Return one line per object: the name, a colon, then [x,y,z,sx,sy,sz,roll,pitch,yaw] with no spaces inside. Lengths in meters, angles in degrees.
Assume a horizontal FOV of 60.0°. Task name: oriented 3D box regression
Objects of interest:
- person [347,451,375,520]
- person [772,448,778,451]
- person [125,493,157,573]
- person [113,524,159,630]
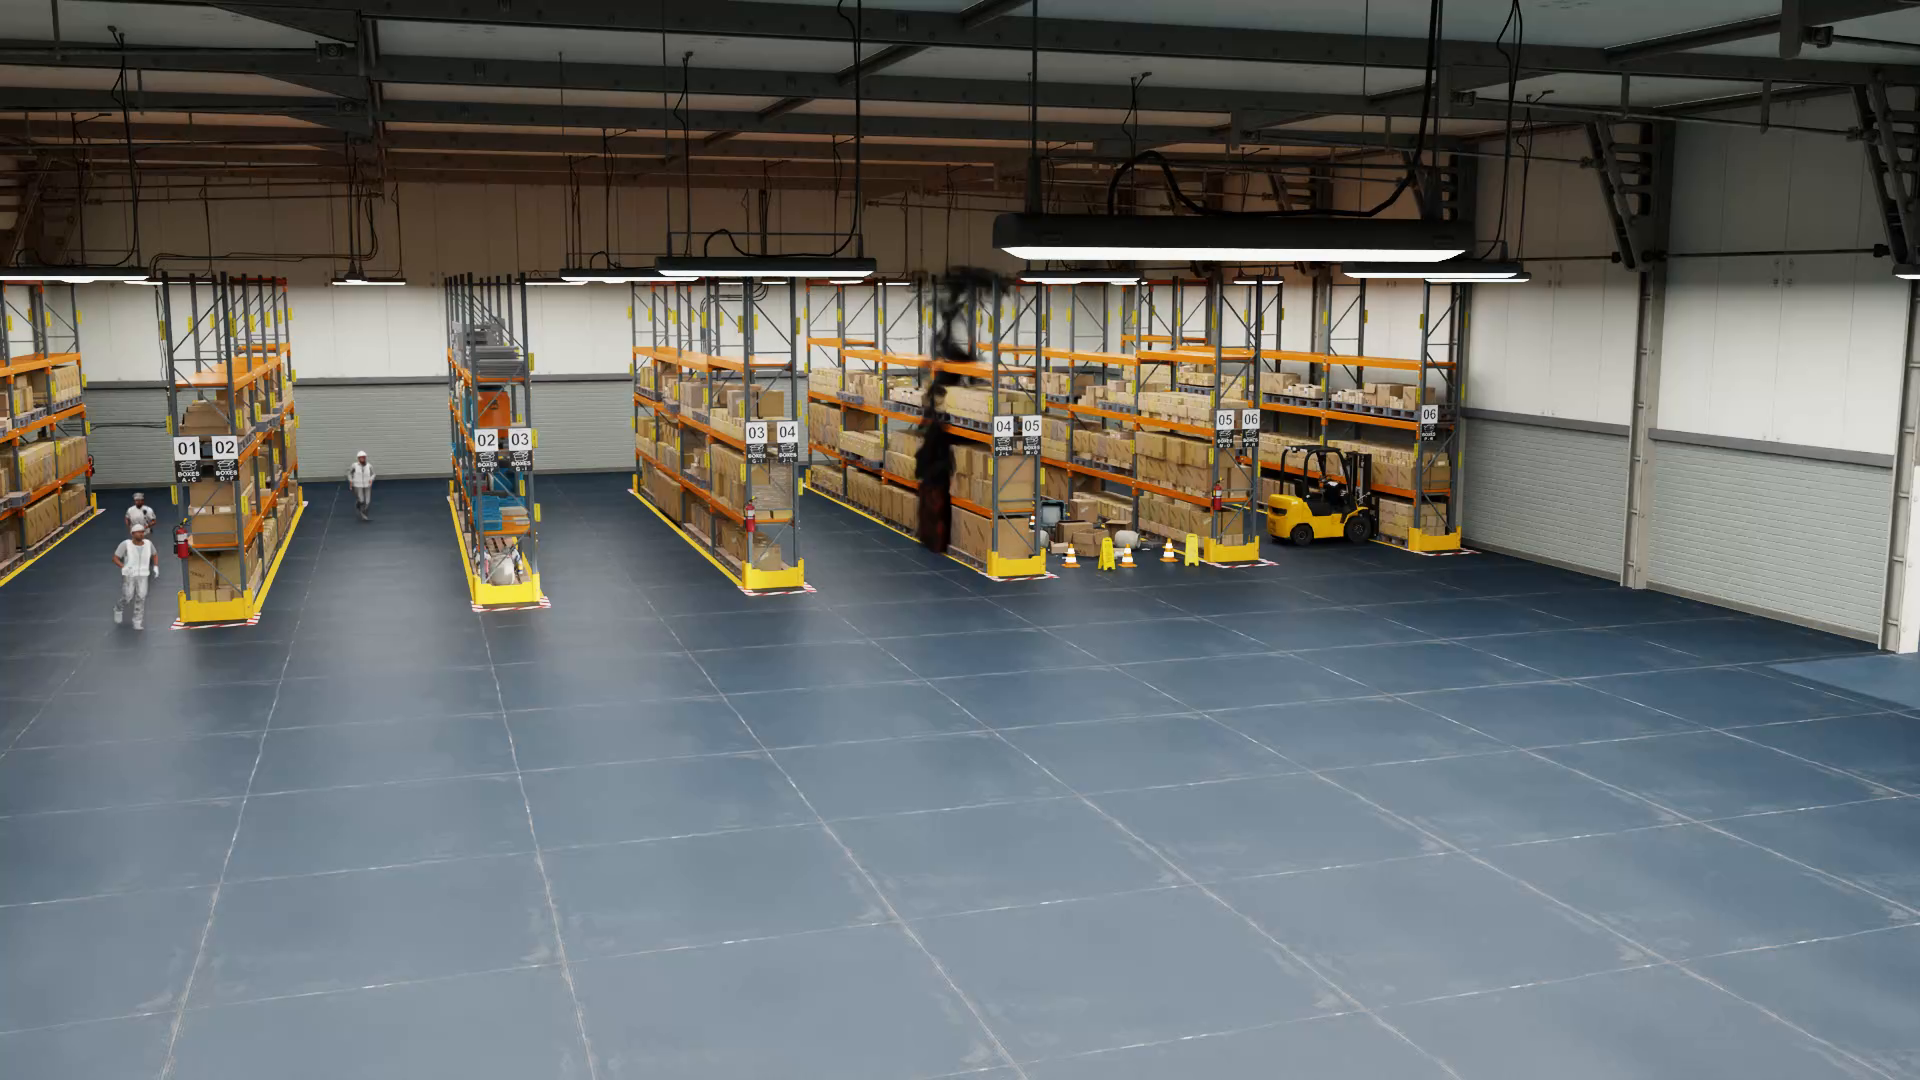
person: [-14.814,-1.340,41.239,0.646,1.725,0.609,-5,10,-31]
person: [-5.291,-2.234,46.964,0.651,1.804,0.848,-1,9,-7]
person: [-16.291,-0.103,33.104,0.591,1.699,0.835,-3,9,-21]
person: [-13.989,0.601,28.298,0.807,1.755,0.735,8,12,44]
